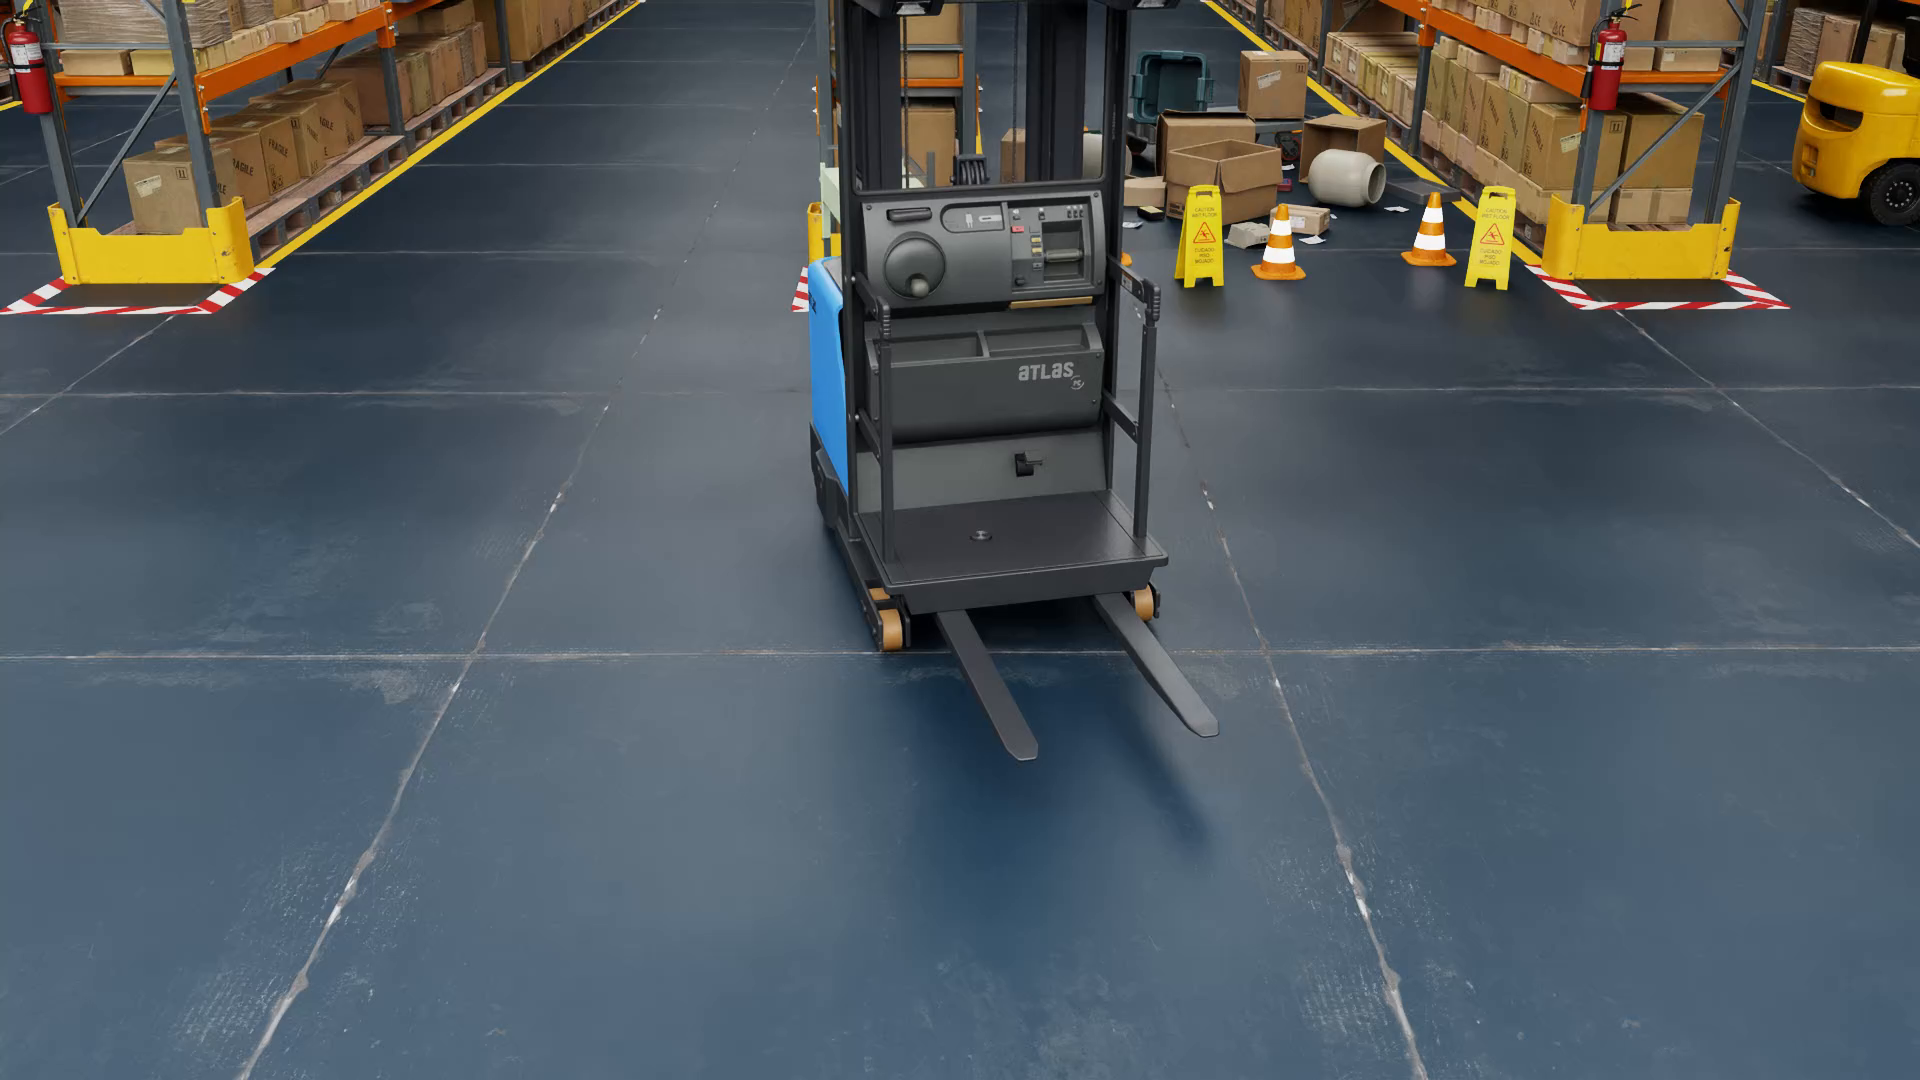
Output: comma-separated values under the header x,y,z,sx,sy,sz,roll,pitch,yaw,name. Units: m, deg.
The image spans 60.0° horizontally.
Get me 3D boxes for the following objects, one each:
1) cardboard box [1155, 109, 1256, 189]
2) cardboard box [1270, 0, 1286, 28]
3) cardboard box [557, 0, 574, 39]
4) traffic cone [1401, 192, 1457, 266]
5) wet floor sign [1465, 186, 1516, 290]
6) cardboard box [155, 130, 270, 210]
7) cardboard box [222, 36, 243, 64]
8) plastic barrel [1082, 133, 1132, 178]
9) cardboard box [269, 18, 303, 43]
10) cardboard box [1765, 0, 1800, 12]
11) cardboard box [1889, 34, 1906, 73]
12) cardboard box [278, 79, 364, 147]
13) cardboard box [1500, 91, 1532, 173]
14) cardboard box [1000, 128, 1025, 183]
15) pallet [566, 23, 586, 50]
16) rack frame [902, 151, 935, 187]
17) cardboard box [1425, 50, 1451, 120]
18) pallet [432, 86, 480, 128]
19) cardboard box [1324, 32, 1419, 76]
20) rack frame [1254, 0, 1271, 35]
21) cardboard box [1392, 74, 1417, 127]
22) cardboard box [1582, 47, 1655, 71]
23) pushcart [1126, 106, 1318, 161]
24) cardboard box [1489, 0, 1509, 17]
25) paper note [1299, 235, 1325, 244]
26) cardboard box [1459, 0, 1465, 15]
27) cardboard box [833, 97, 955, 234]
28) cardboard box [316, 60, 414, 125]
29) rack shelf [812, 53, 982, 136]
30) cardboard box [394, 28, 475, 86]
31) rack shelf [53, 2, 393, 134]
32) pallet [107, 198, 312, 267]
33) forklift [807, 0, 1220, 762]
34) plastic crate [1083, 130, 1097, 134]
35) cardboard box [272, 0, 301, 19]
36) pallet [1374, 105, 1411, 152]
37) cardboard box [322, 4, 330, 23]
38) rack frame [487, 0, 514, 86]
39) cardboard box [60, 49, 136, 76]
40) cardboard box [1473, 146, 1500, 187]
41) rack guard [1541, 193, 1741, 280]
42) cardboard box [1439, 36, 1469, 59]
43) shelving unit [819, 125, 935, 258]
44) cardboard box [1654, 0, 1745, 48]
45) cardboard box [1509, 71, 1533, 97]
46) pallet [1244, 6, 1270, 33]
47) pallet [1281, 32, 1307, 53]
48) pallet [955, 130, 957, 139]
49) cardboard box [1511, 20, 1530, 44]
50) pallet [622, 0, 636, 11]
x,y,z,sx,sy,sz,roll,pitch,yaw,name
1.982,-3.167,13.476,0.797,0.637,0.503,0,24,-1,cardboard box
4.507,-7.057,21.283,0.875,0.875,0.875,0,24,1,cardboard box
-5.452,-6.636,20.351,1.225,0.875,0.875,-1,24,-2,cardboard box
3.257,-2.160,11.464,0.336,0.463,0.334,0,24,-1,traffic cone
3.483,-1.989,10.864,0.267,0.644,0.232,8,26,18,wet floor sign
-5.389,-2.656,12.006,0.500,0.500,0.500,6,25,13,cardboard box
-5.094,-3.310,11.234,0.380,0.149,0.250,0,24,-1,cardboard box
1.105,-3.094,13.578,0.512,0.421,0.421,19,30,35,plastic barrel
-5.042,-3.722,12.145,0.380,0.149,0.250,0,24,-1,cardboard box
9.169,-6.015,18.646,0.380,0.149,0.250,-1,24,-3,cardboard box
9.453,-4.461,15.845,0.875,0.625,0.625,0,24,-1,cardboard box
-5.437,-3.636,14.172,0.500,0.500,0.500,-1,24,-2,cardboard box
4.273,-2.969,12.091,0.500,0.500,0.500,1,24,1,cardboard box
0.602,-2.956,13.176,0.500,0.500,0.500,4,25,9,cardboard box
-5.405,-6.456,21.269,1.003,0.211,1.213,0,24,-1,pallet
-0.310,-1.043,7.736,0.400,1.500,0.023,-6,25,-12,rack frame
4.244,-3.829,13.992,0.500,0.500,0.500,1,24,2,cardboard box
-5.428,-4.302,16.507,1.003,0.211,1.213,0,24,-1,pallet
4.460,-5.202,17.791,0.950,0.372,0.625,-2,24,-4,cardboard box
4.420,-8.089,21.495,1.000,3.000,0.127,0,24,-1,rack frame
4.499,-4.003,15.140,0.950,0.372,0.625,0,24,0,cardboard box
4.333,-3.183,10.953,0.380,0.149,0.250,1,24,1,cardboard box
2.228,-3.567,14.679,1.648,0.377,0.936,-9,26,-19,pushcart
4.280,-4.169,12.346,0.500,0.500,0.500,0,24,0,cardboard box
2.550,-2.172,12.016,0.148,0.019,0.142,-9,26,-19,paper note
4.278,-4.334,13.497,0.380,0.149,0.250,0,24,-1,cardboard box
-0.471,-2.583,11.390,0.875,0.875,0.875,0,24,0,cardboard box
-5.387,-4.063,15.092,0.700,0.500,0.500,-2,24,-5,cardboard box
-0.419,-3.577,12.392,1.077,0.370,4.000,0,24,-1,rack shelf
-5.399,-4.953,17.062,0.700,0.500,0.500,-2,24,-5,cardboard box
-5.380,-3.596,12.434,1.077,0.370,4.000,0,24,-1,rack shelf
-5.333,-2.196,11.848,1.003,0.211,1.213,0,24,-1,pallet
0.149,-1.083,6.088,1.130,2.935,3.031,-6,25,-12,forklift
0.871,-3.408,14.488,0.450,0.188,0.662,3,22,31,plastic crate
-5.418,-4.125,12.249,0.875,0.500,0.500,0,24,-1,cardboard box
4.498,-3.843,15.491,1.003,0.211,1.213,0,24,-1,pallet
-5.185,-4.134,13.055,0.380,0.149,0.250,0,24,-1,cardboard box
-5.445,-6.396,17.753,1.000,3.000,0.127,0,24,-1,rack frame
-5.568,-3.102,10.773,0.380,0.149,0.250,0,24,-1,cardboard box
4.264,-2.844,12.725,0.500,0.250,0.500,-1,24,-2,cardboard box
4.550,-2.037,11.147,1.175,0.500,0.348,0,24,-1,rack guard
4.185,-4.072,13.744,0.380,0.149,0.250,0,24,0,cardboard box
-0.397,-1.190,8.060,0.431,1.500,0.755,-6,25,-12,shelving unit
4.823,-3.522,10.915,0.500,0.500,0.500,-1,24,-1,cardboard box
4.211,-3.304,12.044,0.380,0.149,0.250,0,24,0,cardboard box
4.490,-7.132,22.764,1.003,0.211,1.213,0,24,-1,pallet
4.520,-5.997,20.254,1.003,0.211,1.213,0,24,-1,pallet
-0.525,-3.776,15.342,1.003,0.211,1.213,0,24,-1,pallet
4.249,-3.710,12.117,0.380,0.149,0.250,-1,24,-1,cardboard box
-5.446,-8.093,24.888,1.003,0.211,1.213,0,24,-1,pallet
